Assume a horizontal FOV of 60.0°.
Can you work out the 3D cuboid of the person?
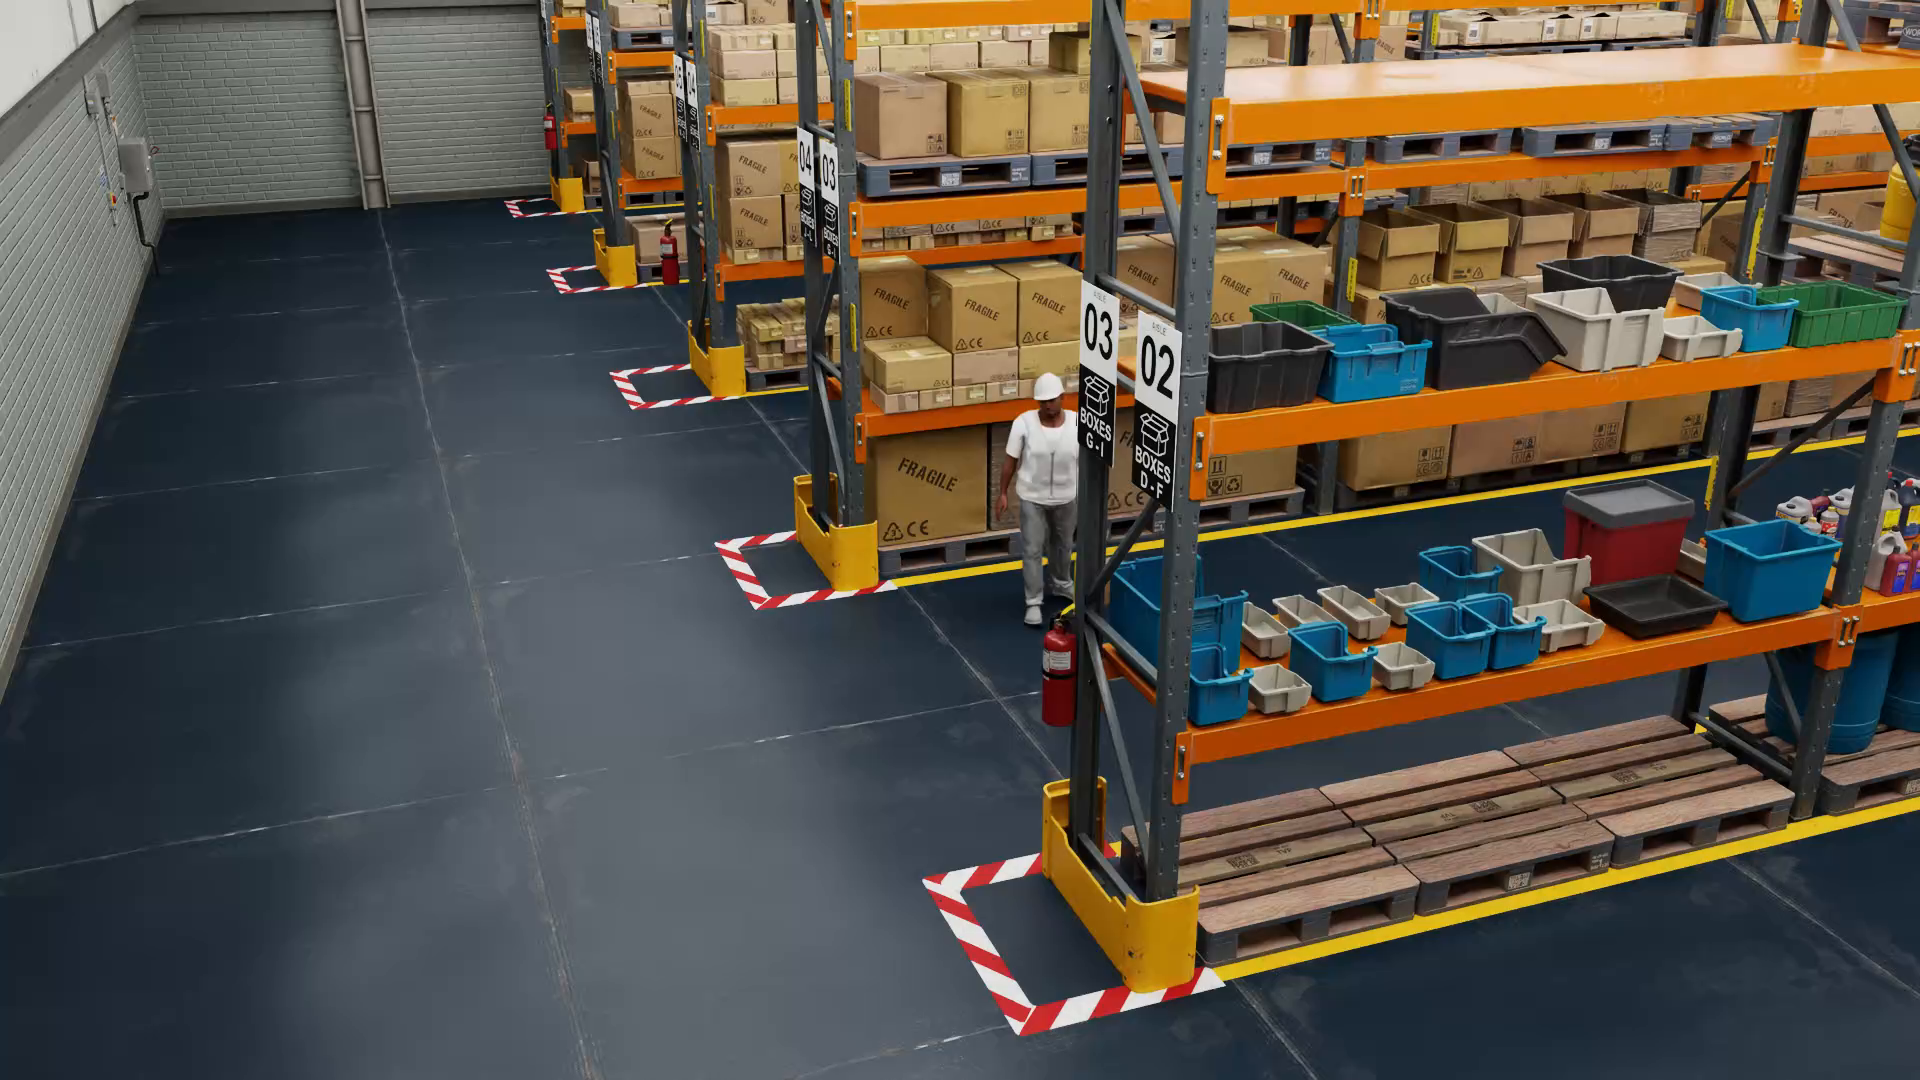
[{"bbox_3d":[0.610,-0.302,11.533,0.736,1.766,0.573,-4,23,-9],"label":"person"}]
